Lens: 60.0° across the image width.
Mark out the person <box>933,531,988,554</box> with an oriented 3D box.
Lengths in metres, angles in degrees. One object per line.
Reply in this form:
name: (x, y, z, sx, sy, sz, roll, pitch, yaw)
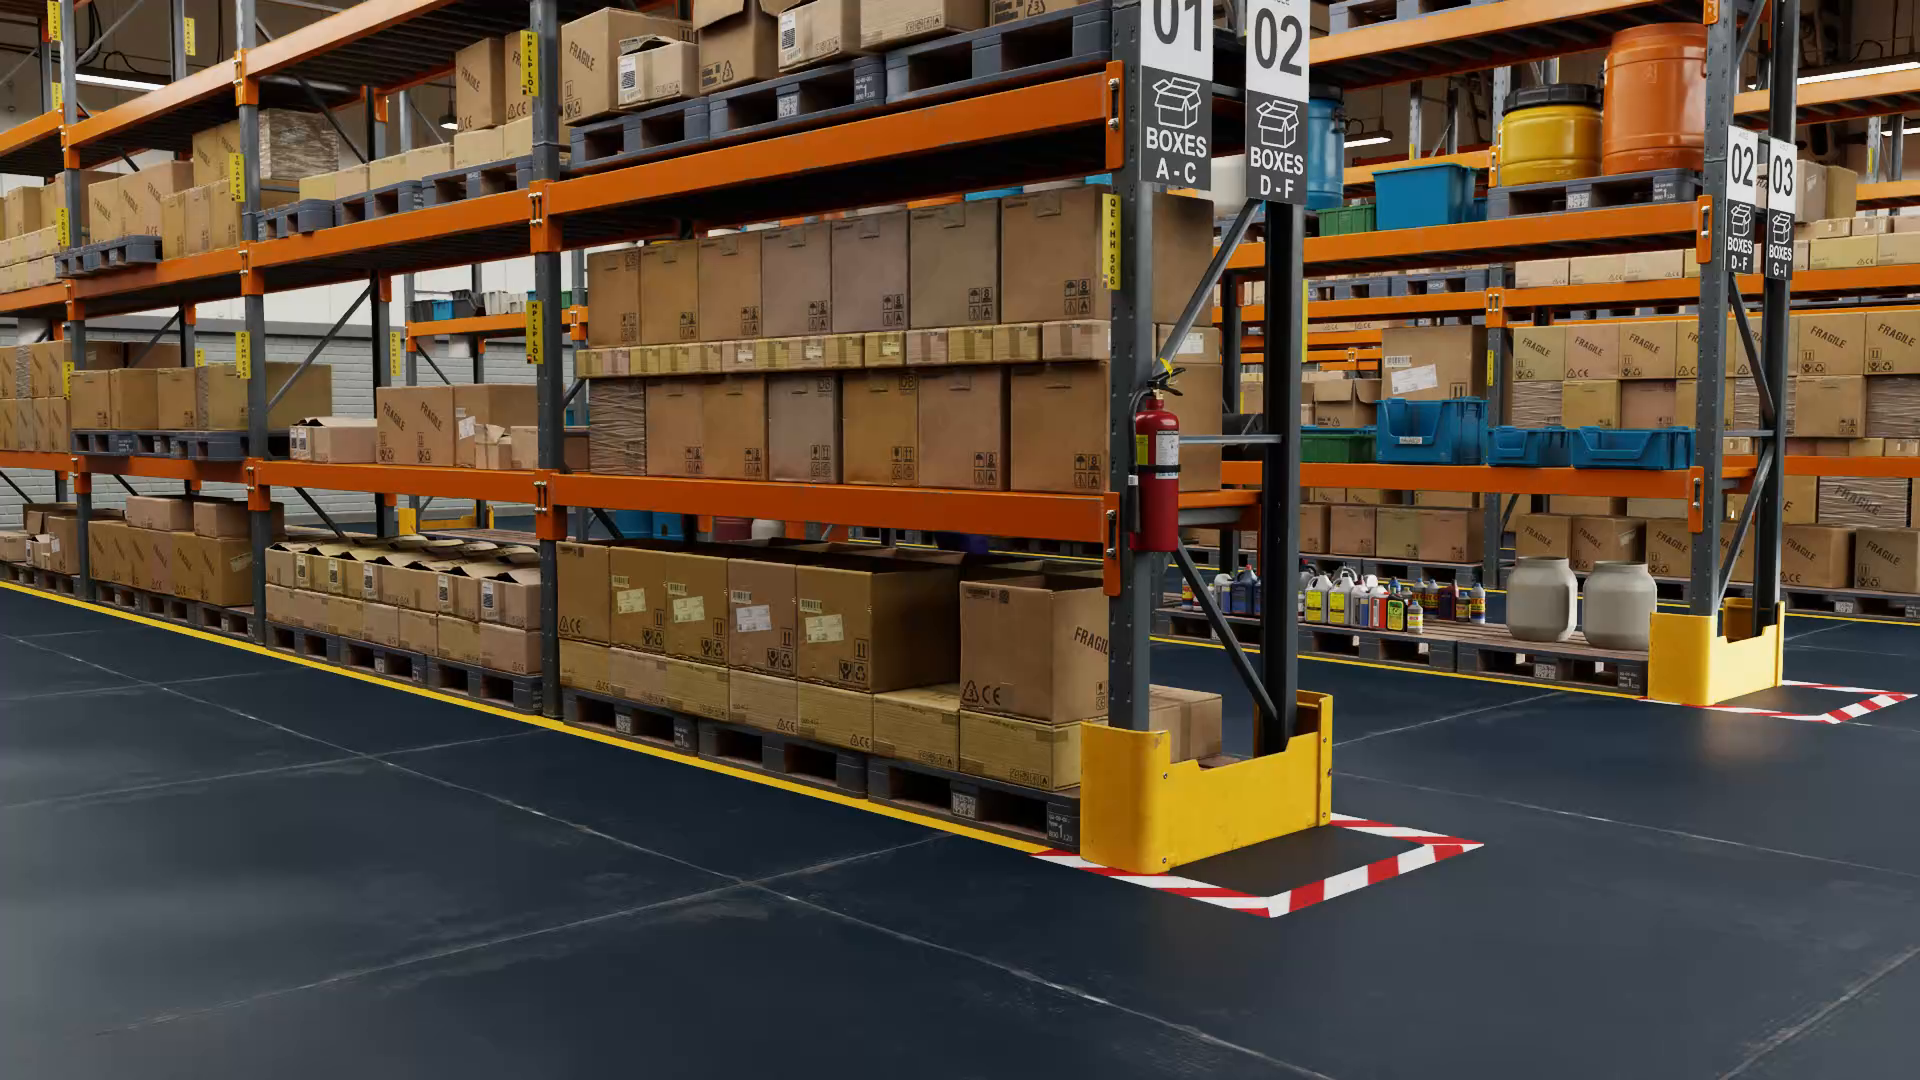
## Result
person: (0.063, -0.088, 11.987, 0.517, 1.637, 0.453, -4, 5, -43)
